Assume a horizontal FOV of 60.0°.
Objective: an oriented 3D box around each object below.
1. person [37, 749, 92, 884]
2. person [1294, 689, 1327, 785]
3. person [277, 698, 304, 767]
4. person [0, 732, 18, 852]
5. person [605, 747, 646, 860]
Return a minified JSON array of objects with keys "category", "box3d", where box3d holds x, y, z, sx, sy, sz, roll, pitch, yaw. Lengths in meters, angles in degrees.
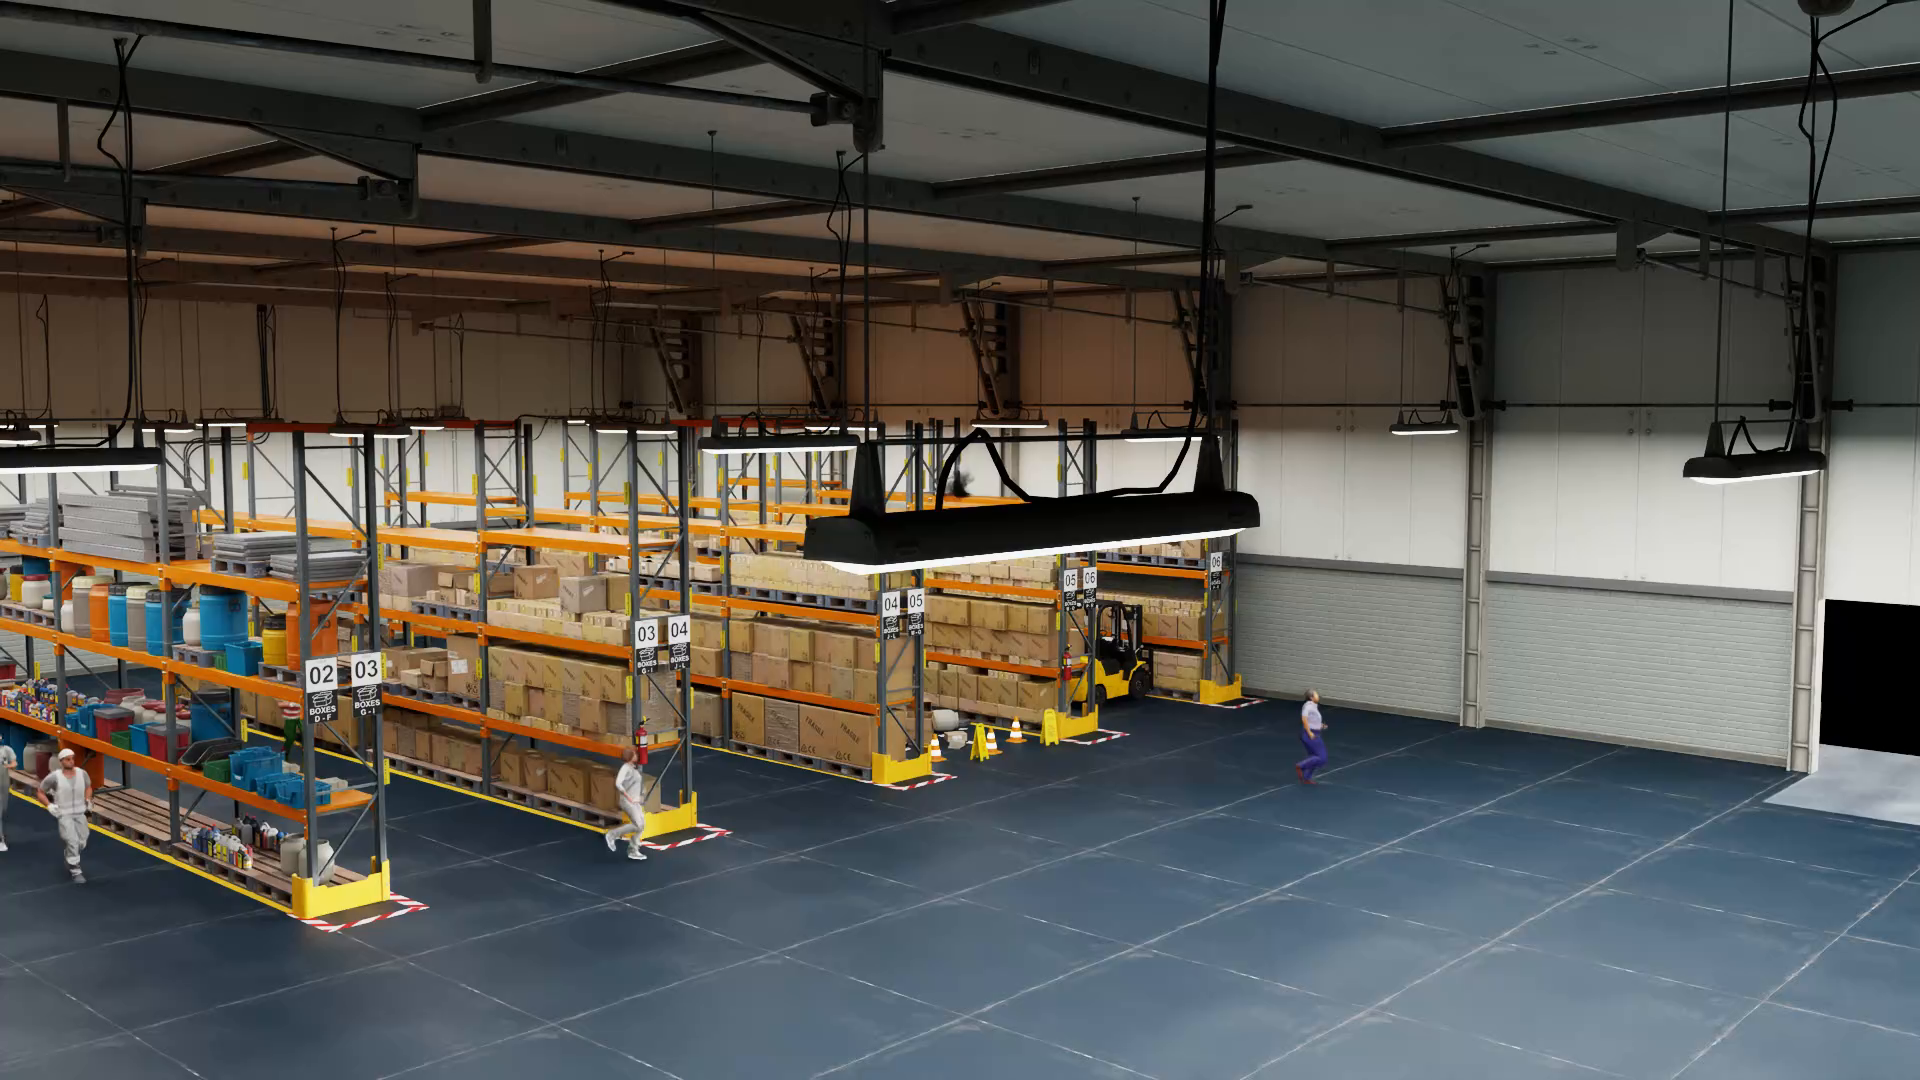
[{"category":"person","box3d":[-11.859,3.644,22.095,0.740,1.767,0.667,4,6,38]},{"category":"person","box3d":[5.829,3.285,27.634,0.559,1.600,0.634,0,5,4]},{"category":"person","box3d":[-11.472,3.099,28.667,0.793,1.848,0.633,4,6,39]},{"category":"person","box3d":[-13.798,3.537,23.797,0.840,1.710,0.543,4,6,37]},{"category":"person","box3d":[-4.649,3.671,23.272,0.572,1.537,0.605,0,5,1]}]
